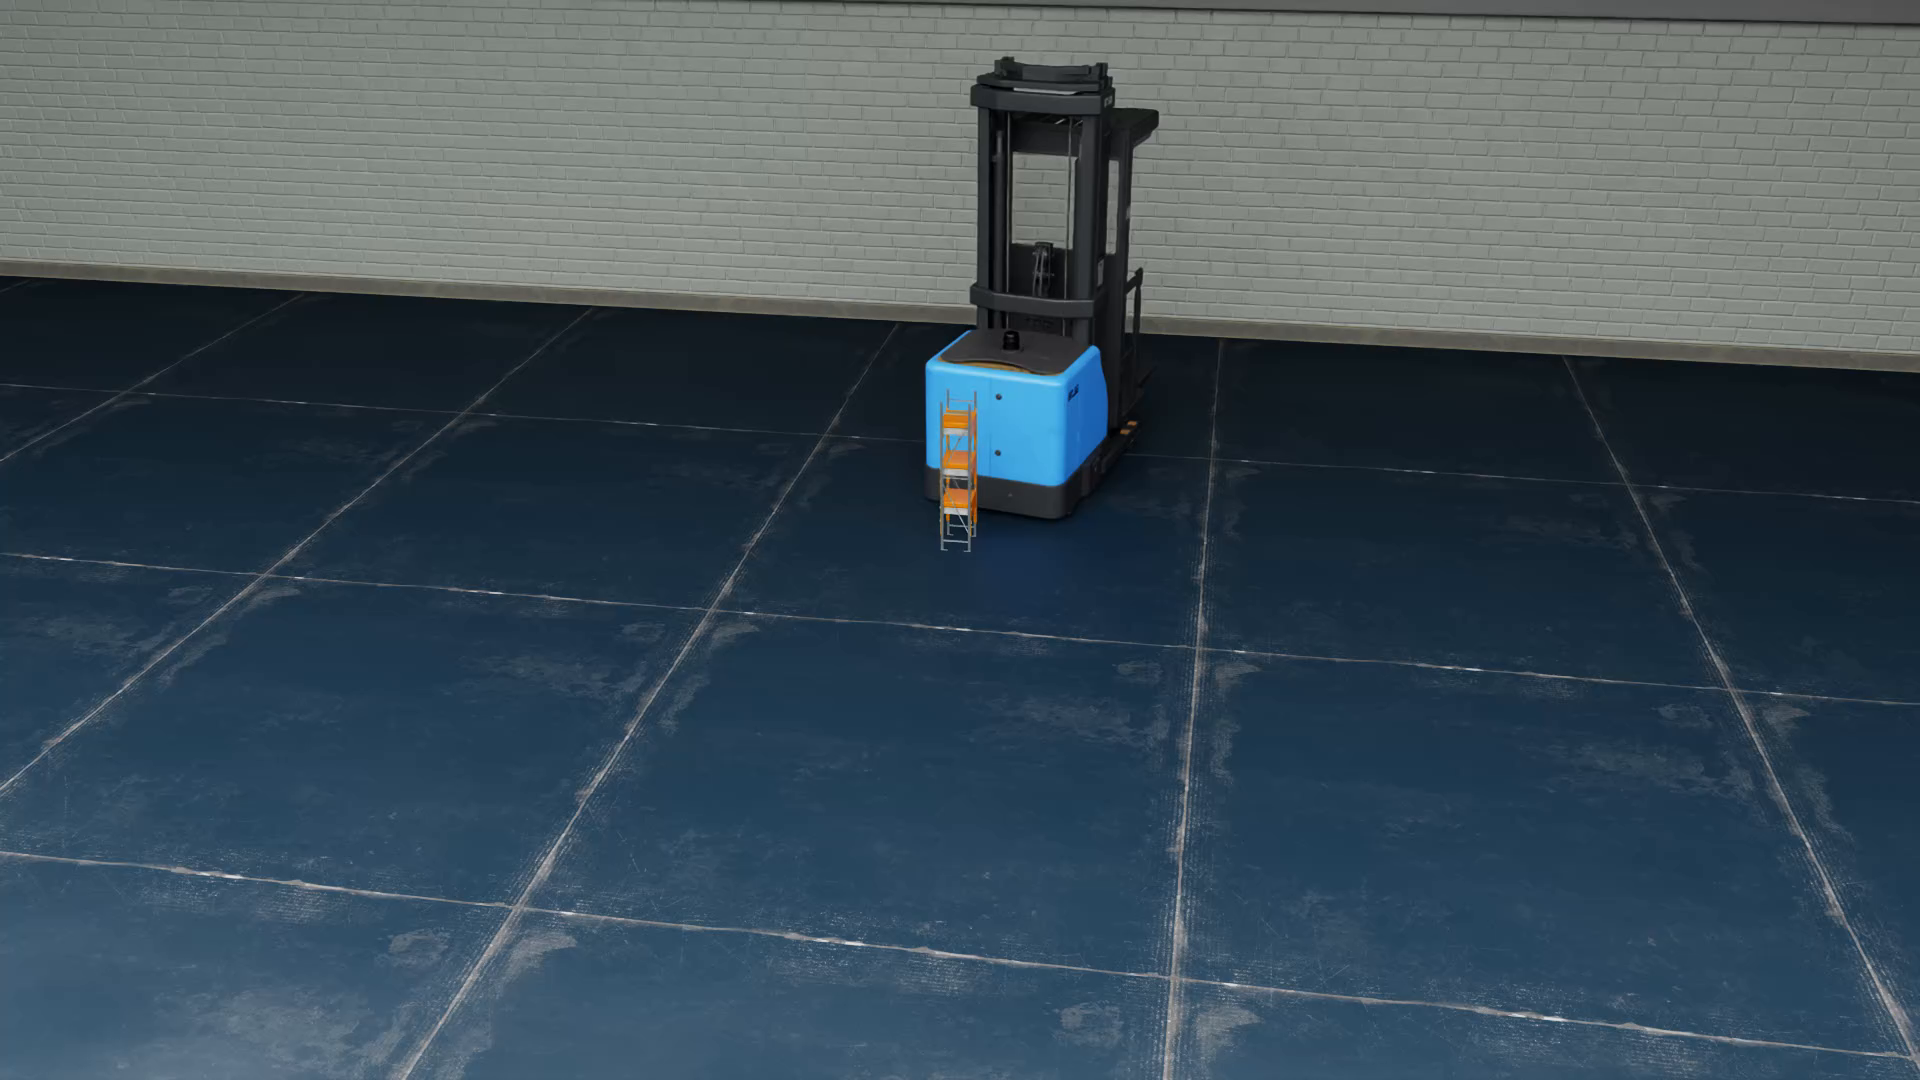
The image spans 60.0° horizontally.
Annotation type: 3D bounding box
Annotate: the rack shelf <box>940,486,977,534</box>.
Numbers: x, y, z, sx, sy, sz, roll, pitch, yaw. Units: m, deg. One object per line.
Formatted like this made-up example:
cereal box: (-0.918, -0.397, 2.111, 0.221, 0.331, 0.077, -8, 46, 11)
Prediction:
rack shelf: (-0.009, -0.192, 11.102, 0.215, 0.259, 0.240, 4, 25, 9)

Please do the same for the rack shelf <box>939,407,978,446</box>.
rack shelf: (-0.009, -0.701, 10.864, 0.215, 0.259, 0.240, 4, 25, 9)

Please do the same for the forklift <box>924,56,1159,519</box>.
forklift: (0.769, -2.071, 12.216, 1.130, 2.935, 3.031, 10, 27, 20)

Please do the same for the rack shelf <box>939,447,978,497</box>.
rack shelf: (-0.009, -0.444, 10.984, 0.215, 0.259, 0.240, 4, 25, 9)

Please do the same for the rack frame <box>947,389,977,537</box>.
rack frame: (0.011, -0.504, 11.089, 0.200, 1.050, 0.008, 4, 25, 9)

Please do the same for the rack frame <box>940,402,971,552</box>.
rack frame: (-0.029, -0.402, 10.871, 0.200, 1.050, 0.008, 4, 25, 9)

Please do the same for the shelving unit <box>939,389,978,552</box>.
shelving unit: (-0.009, -0.453, 10.980, 0.215, 1.050, 0.252, 4, 25, 9)
